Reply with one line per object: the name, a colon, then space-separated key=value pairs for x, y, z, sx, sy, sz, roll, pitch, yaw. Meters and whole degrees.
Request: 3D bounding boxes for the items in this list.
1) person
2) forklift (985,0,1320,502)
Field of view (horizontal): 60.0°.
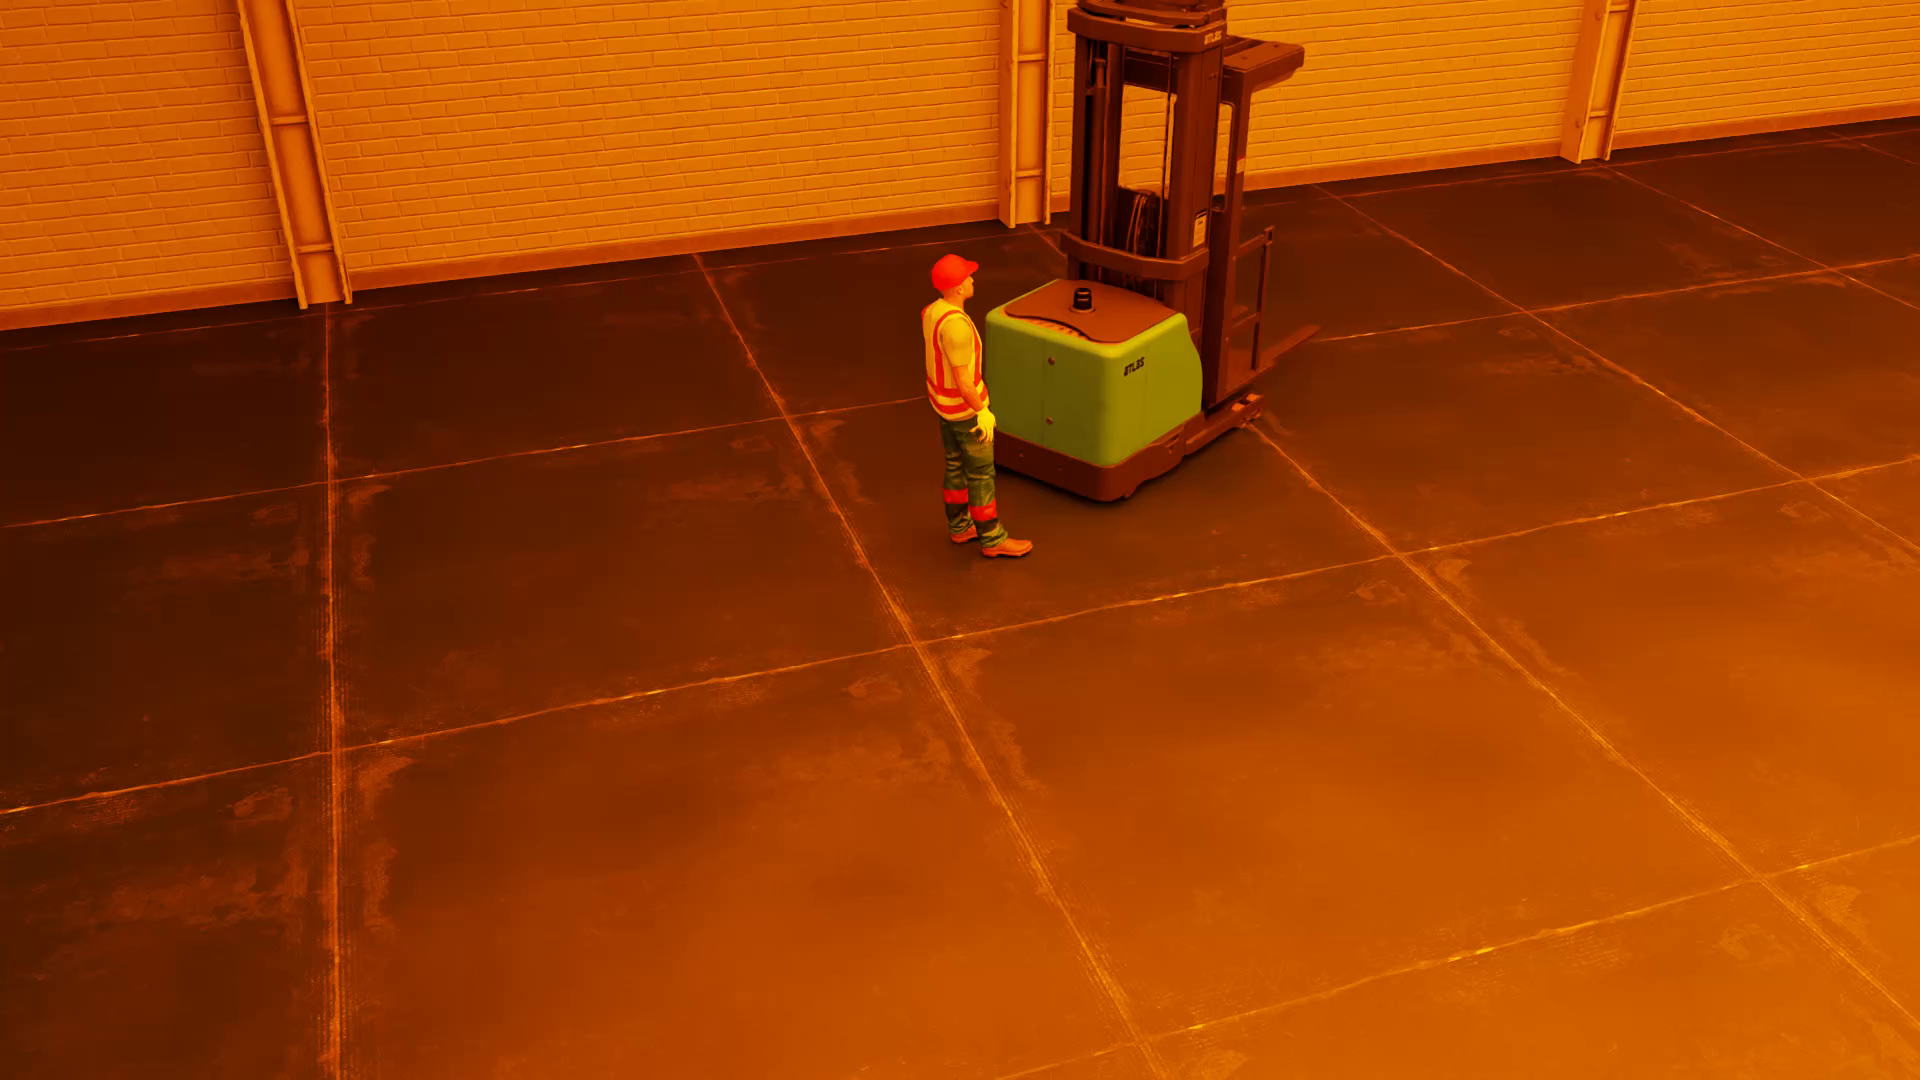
person: x=0.078 y=-0.793 z=9.603 sx=0.560 sy=1.789 sz=0.668 roll=-10 pitch=31 yaw=-16
forklift: x=1.460 y=-2.175 z=10.867 sx=1.130 sy=2.935 sz=3.031 roll=22 pitch=37 yaw=33
